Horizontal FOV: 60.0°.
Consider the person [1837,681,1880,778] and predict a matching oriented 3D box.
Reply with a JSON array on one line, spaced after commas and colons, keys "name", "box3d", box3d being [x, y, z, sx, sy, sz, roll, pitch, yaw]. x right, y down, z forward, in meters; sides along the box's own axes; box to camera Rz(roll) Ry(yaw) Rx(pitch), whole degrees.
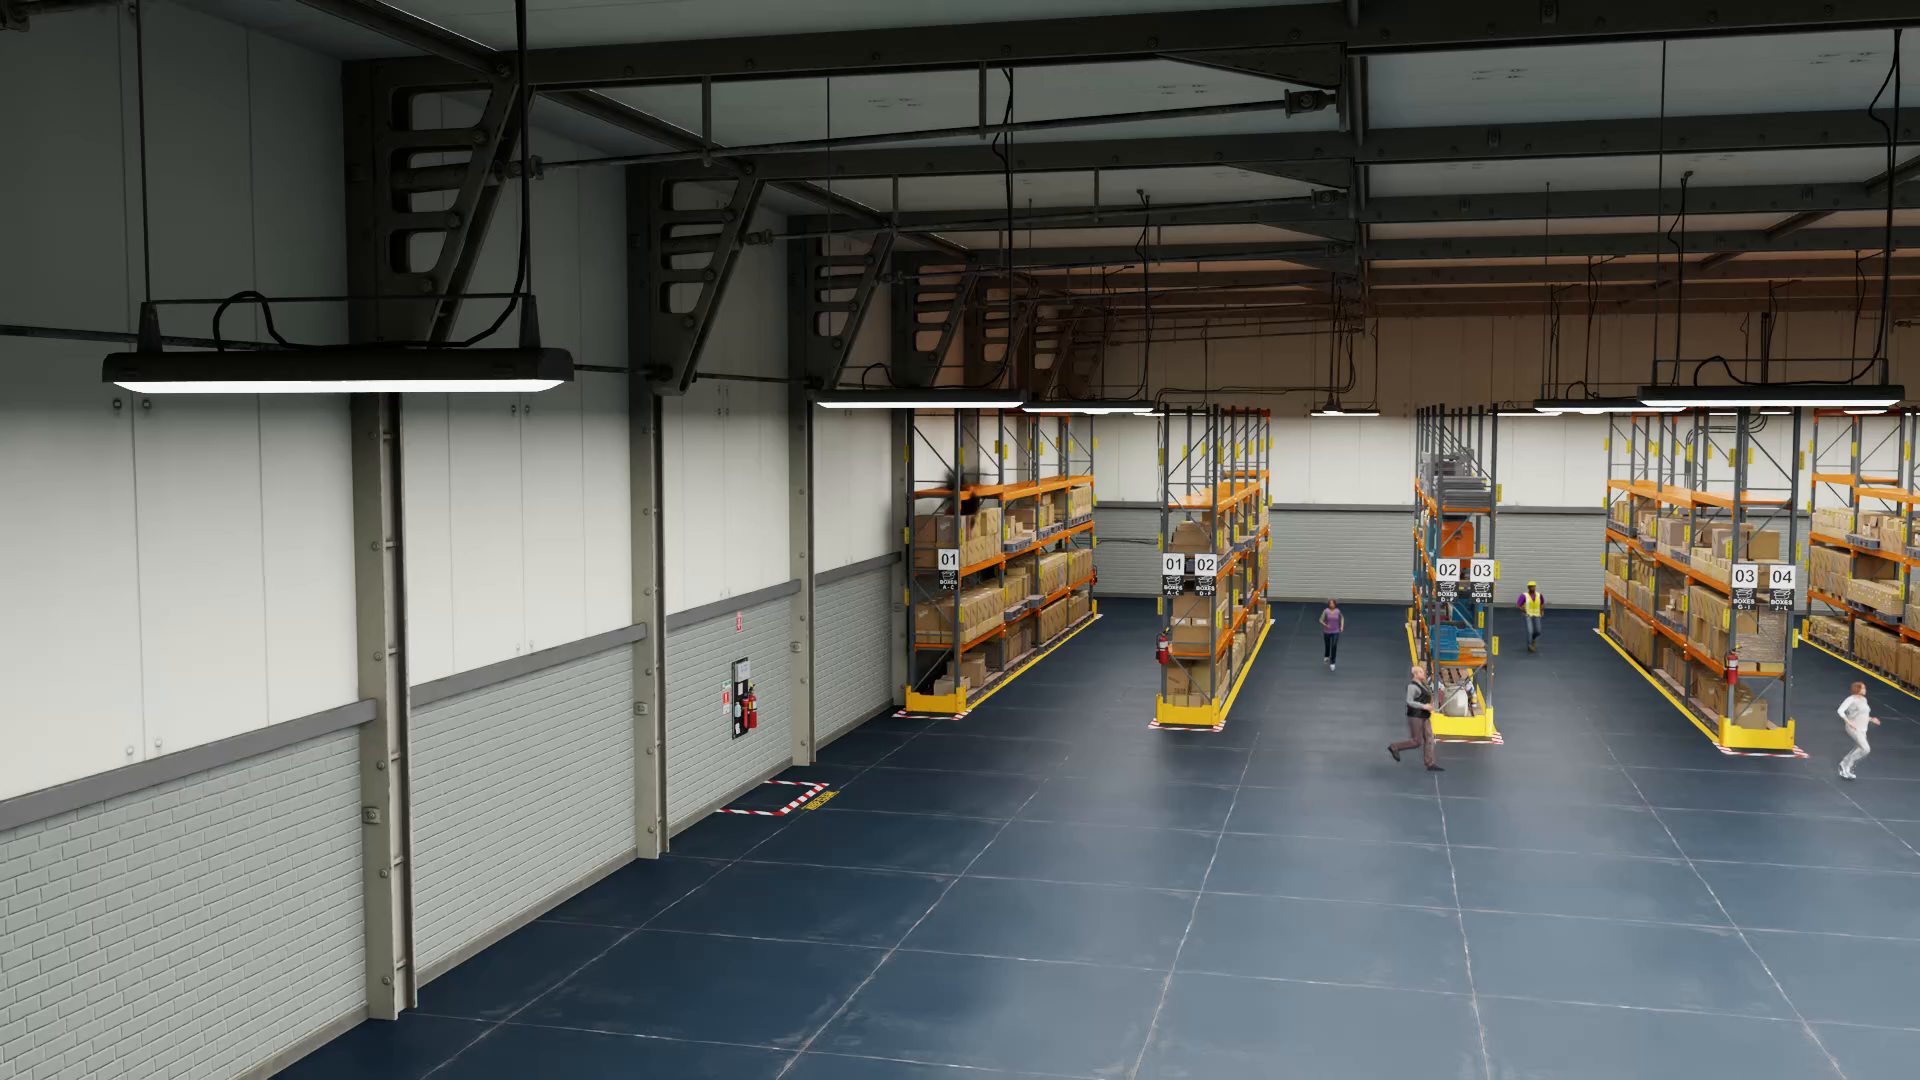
[{"name": "person", "box3d": [14.216, 3.014, 26.322, 0.512, 1.556, 0.581, -3, 5, -36]}]

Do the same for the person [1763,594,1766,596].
[{"name": "person", "box3d": [20.749, 1.734, 43.382, 0.815, 1.682, 0.654, 4, 6, 44]}]

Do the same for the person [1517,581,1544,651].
[{"name": "person", "box3d": [14.104, 1.876, 41.016, 0.695, 1.719, 0.601, 0, 4, 2]}]

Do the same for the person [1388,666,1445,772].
[{"name": "person", "box3d": [7.444, 2.894, 27.026, 0.926, 1.701, 0.663, 3, 5, 36]}]

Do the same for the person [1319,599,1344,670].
[{"name": "person", "box3d": [8.541, 2.145, 38.218, 0.563, 1.611, 0.774, 1, 4, 8]}]
